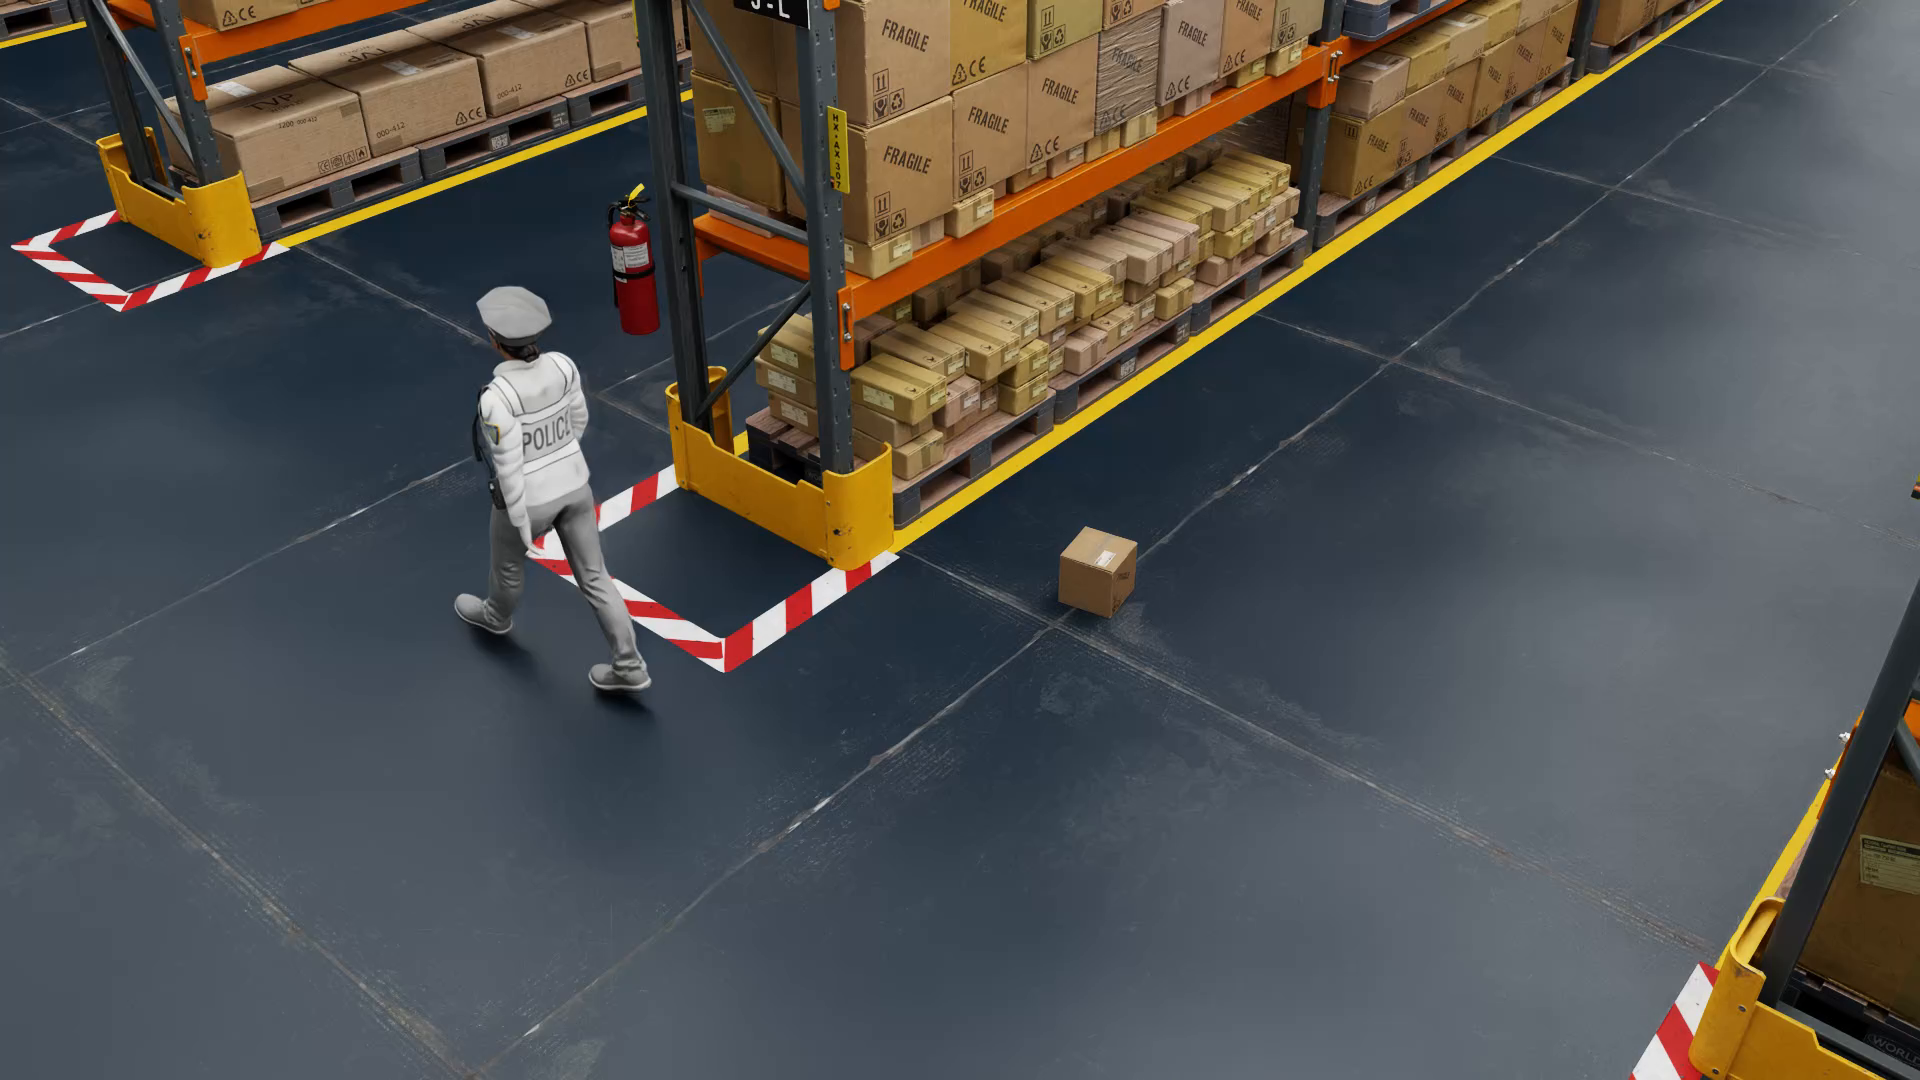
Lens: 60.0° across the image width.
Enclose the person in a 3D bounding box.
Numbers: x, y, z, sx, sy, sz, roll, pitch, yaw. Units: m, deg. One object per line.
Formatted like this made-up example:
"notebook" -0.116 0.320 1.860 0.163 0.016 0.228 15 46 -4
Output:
"person" -1.617 -0.230 6.437 1.040 1.616 0.489 29 44 34
